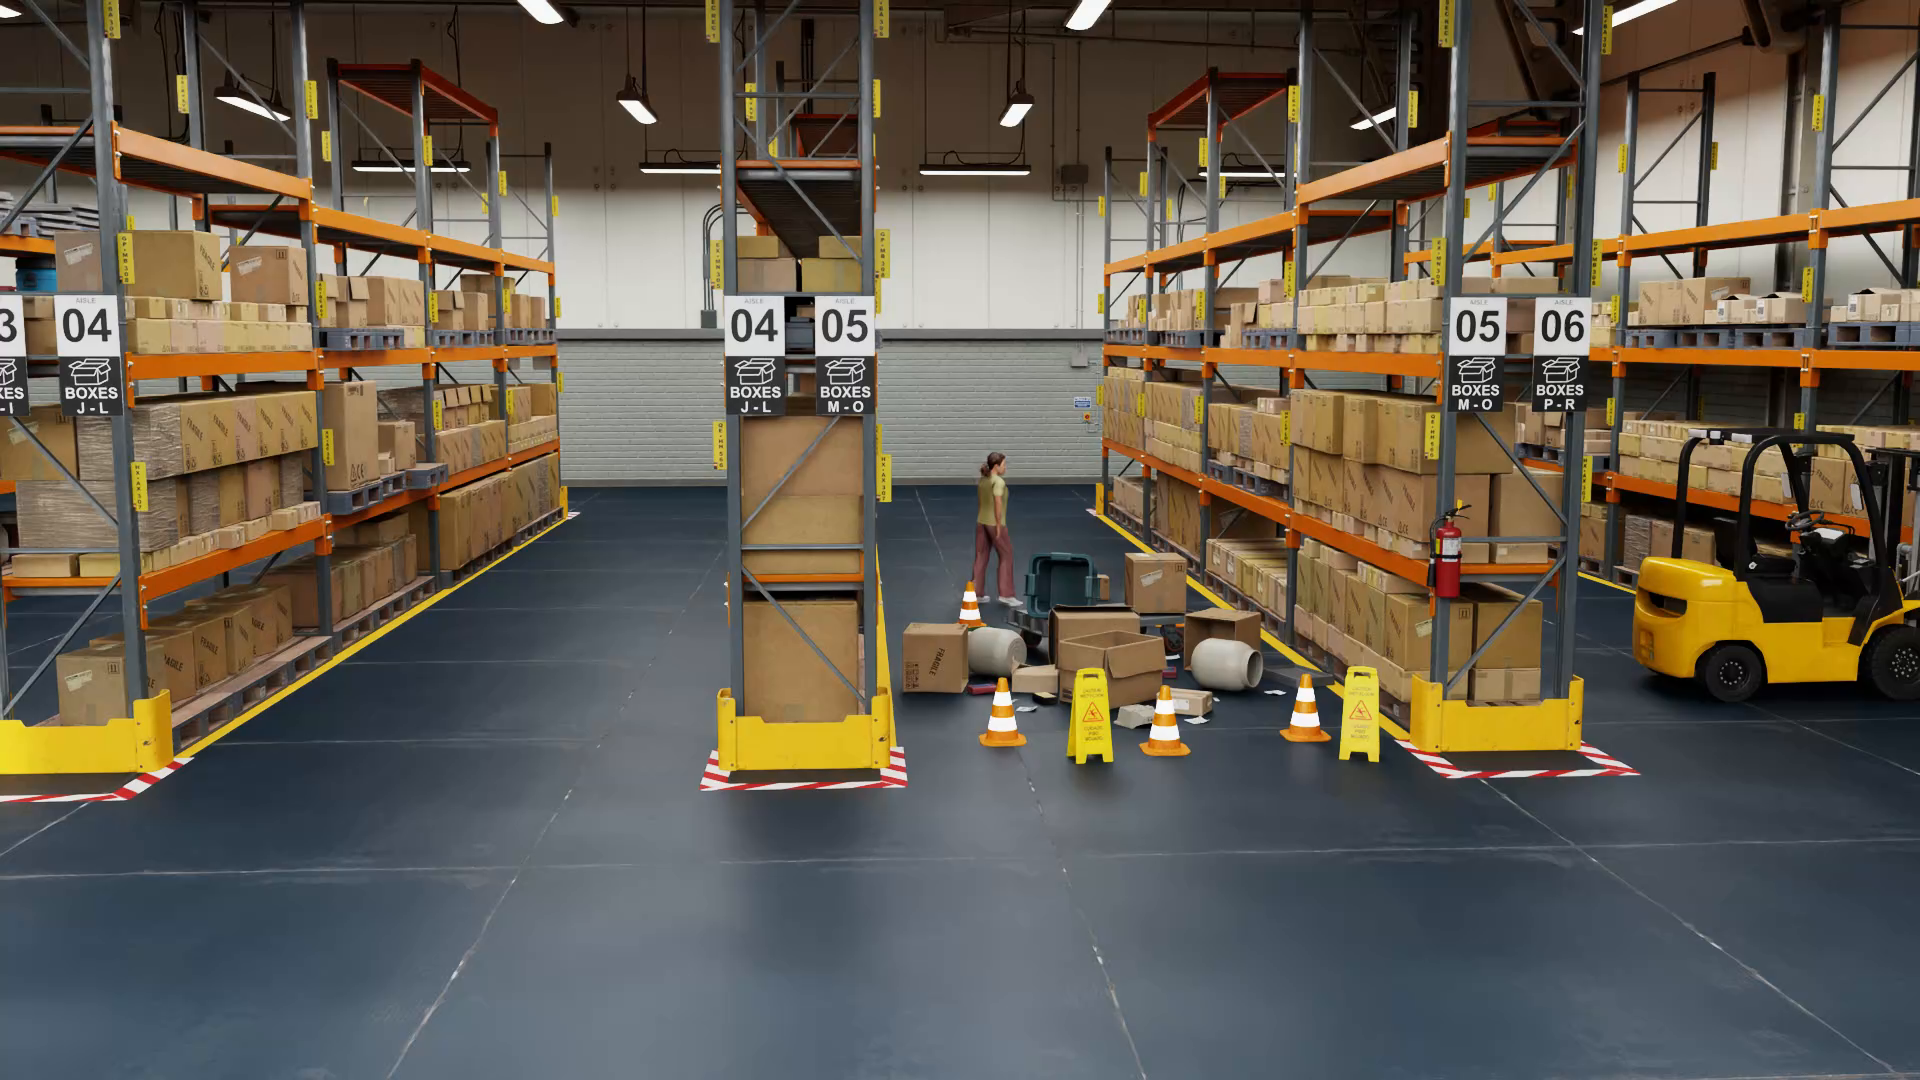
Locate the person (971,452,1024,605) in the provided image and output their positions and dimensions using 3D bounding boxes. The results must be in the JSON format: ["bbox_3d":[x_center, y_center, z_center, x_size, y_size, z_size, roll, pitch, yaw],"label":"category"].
[{"bbox_3d":[0.346,-0.107,18.235,0.588,1.712,0.484,-7,10,-43],"label":"person"}]
